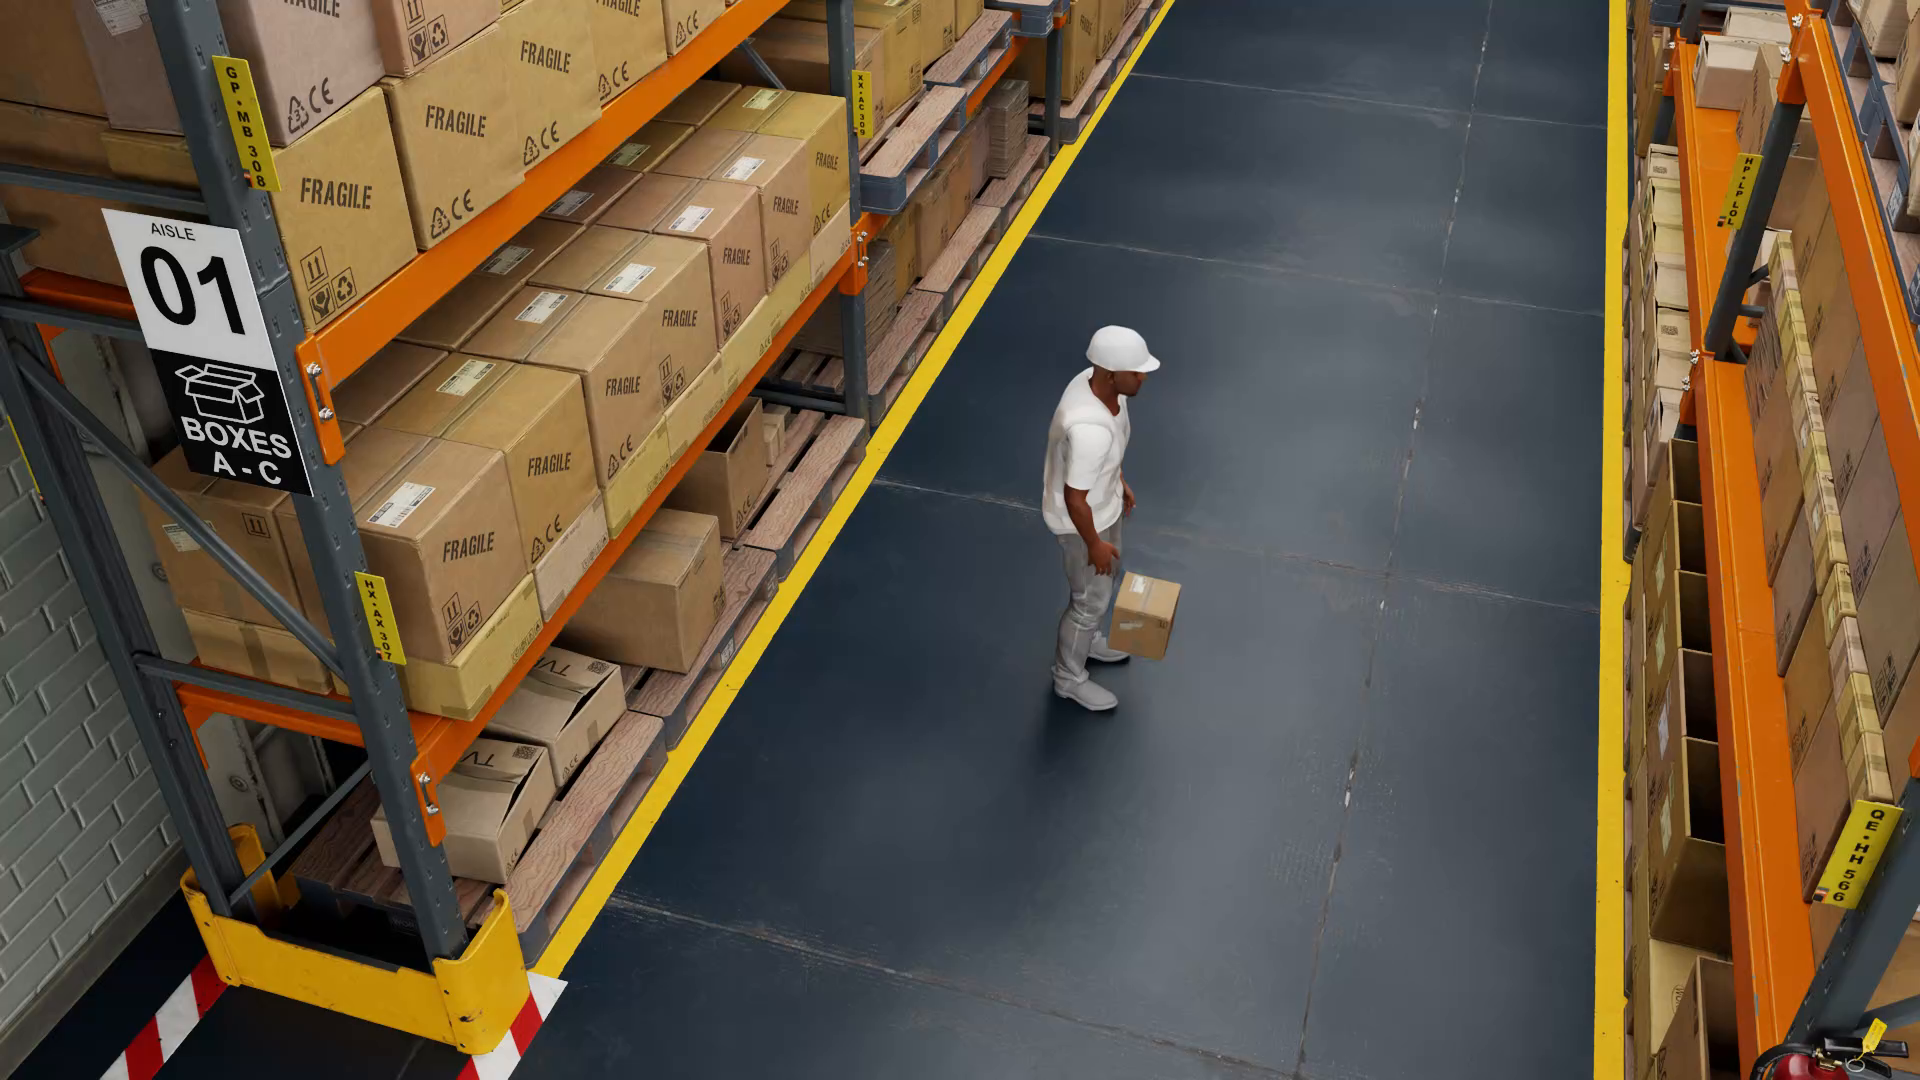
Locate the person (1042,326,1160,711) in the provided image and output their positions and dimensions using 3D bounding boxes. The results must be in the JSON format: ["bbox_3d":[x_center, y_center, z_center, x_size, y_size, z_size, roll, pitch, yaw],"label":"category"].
[{"bbox_3d":[0.570,-0.120,7.034,0.439,1.763,0.597,10,38,13],"label":"person"}]
